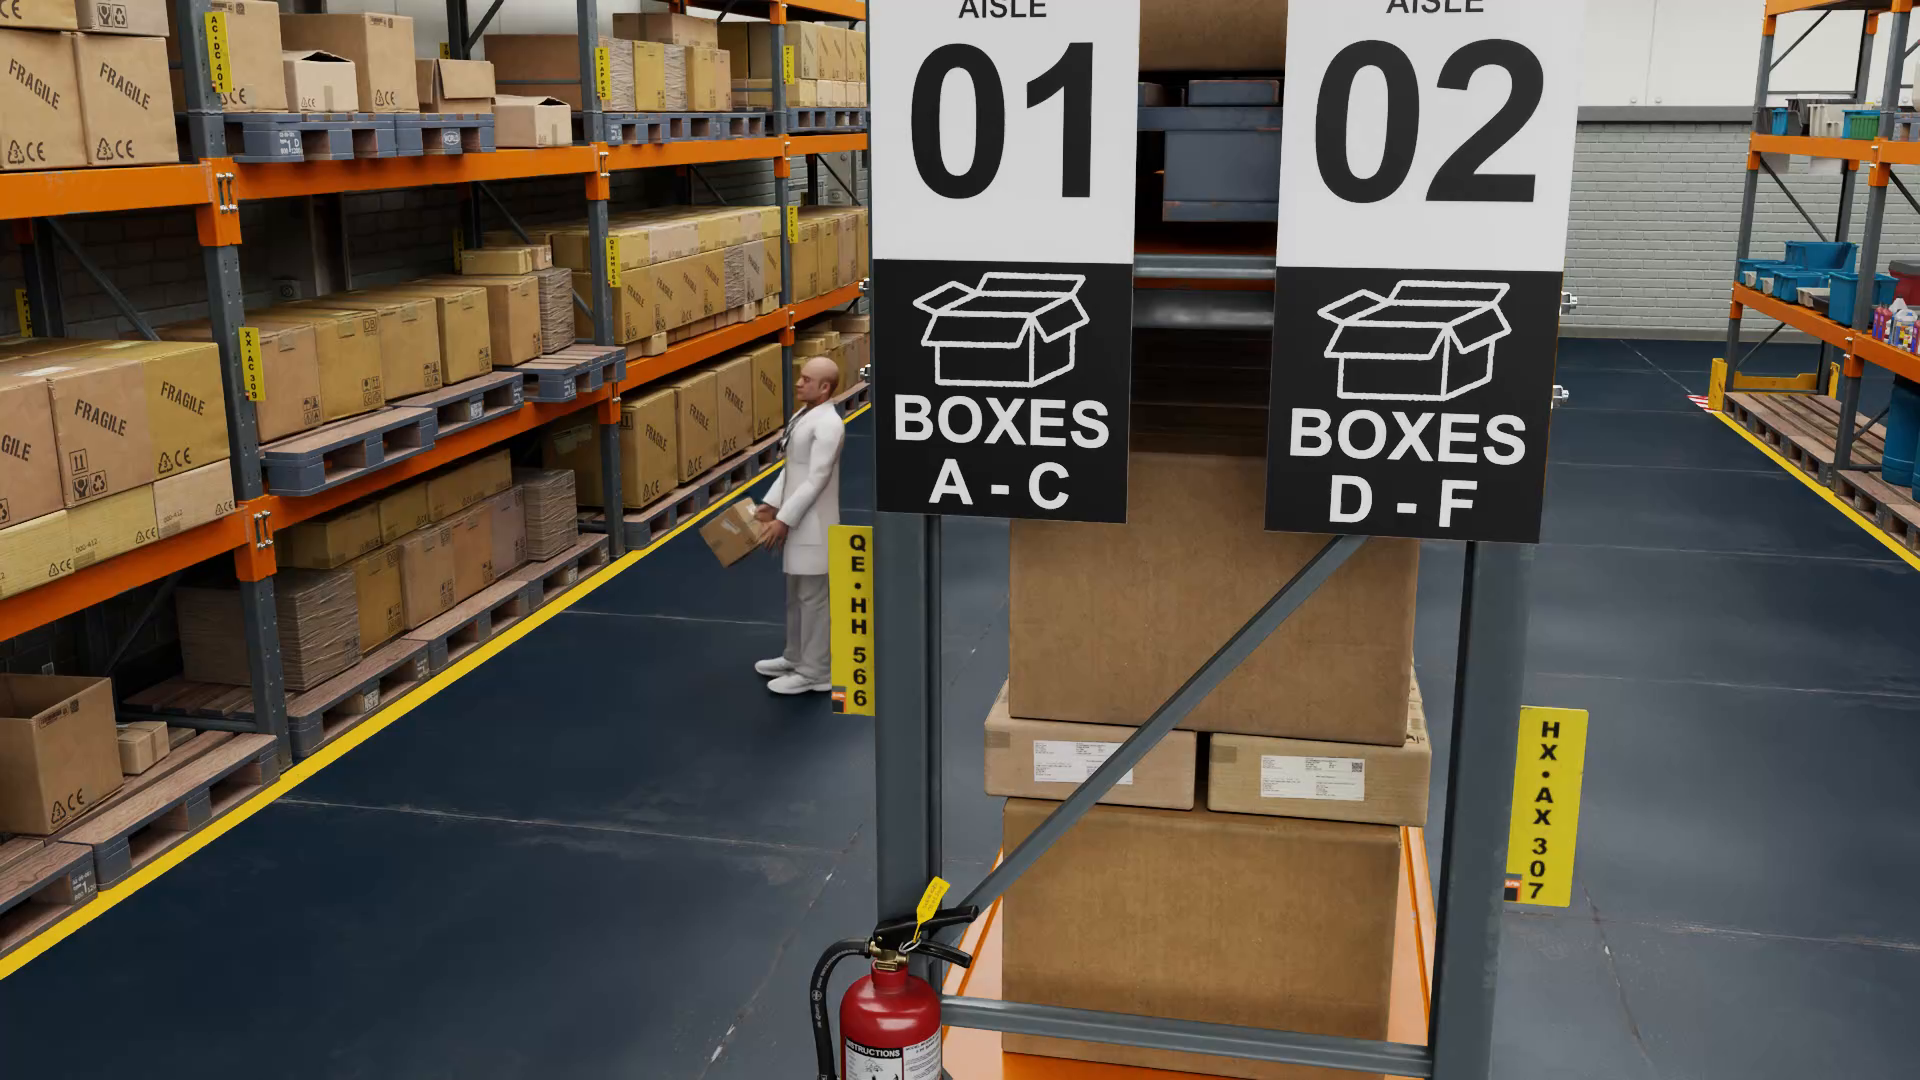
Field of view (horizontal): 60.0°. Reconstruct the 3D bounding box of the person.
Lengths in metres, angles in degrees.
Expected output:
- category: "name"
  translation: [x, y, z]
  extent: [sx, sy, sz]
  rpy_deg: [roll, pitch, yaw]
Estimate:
- category: "person"
  translation: [-0.852, -0.076, 8.783]
  extent: [0.466, 1.786, 0.606]
  rpy_deg: [-4, 15, -15]
